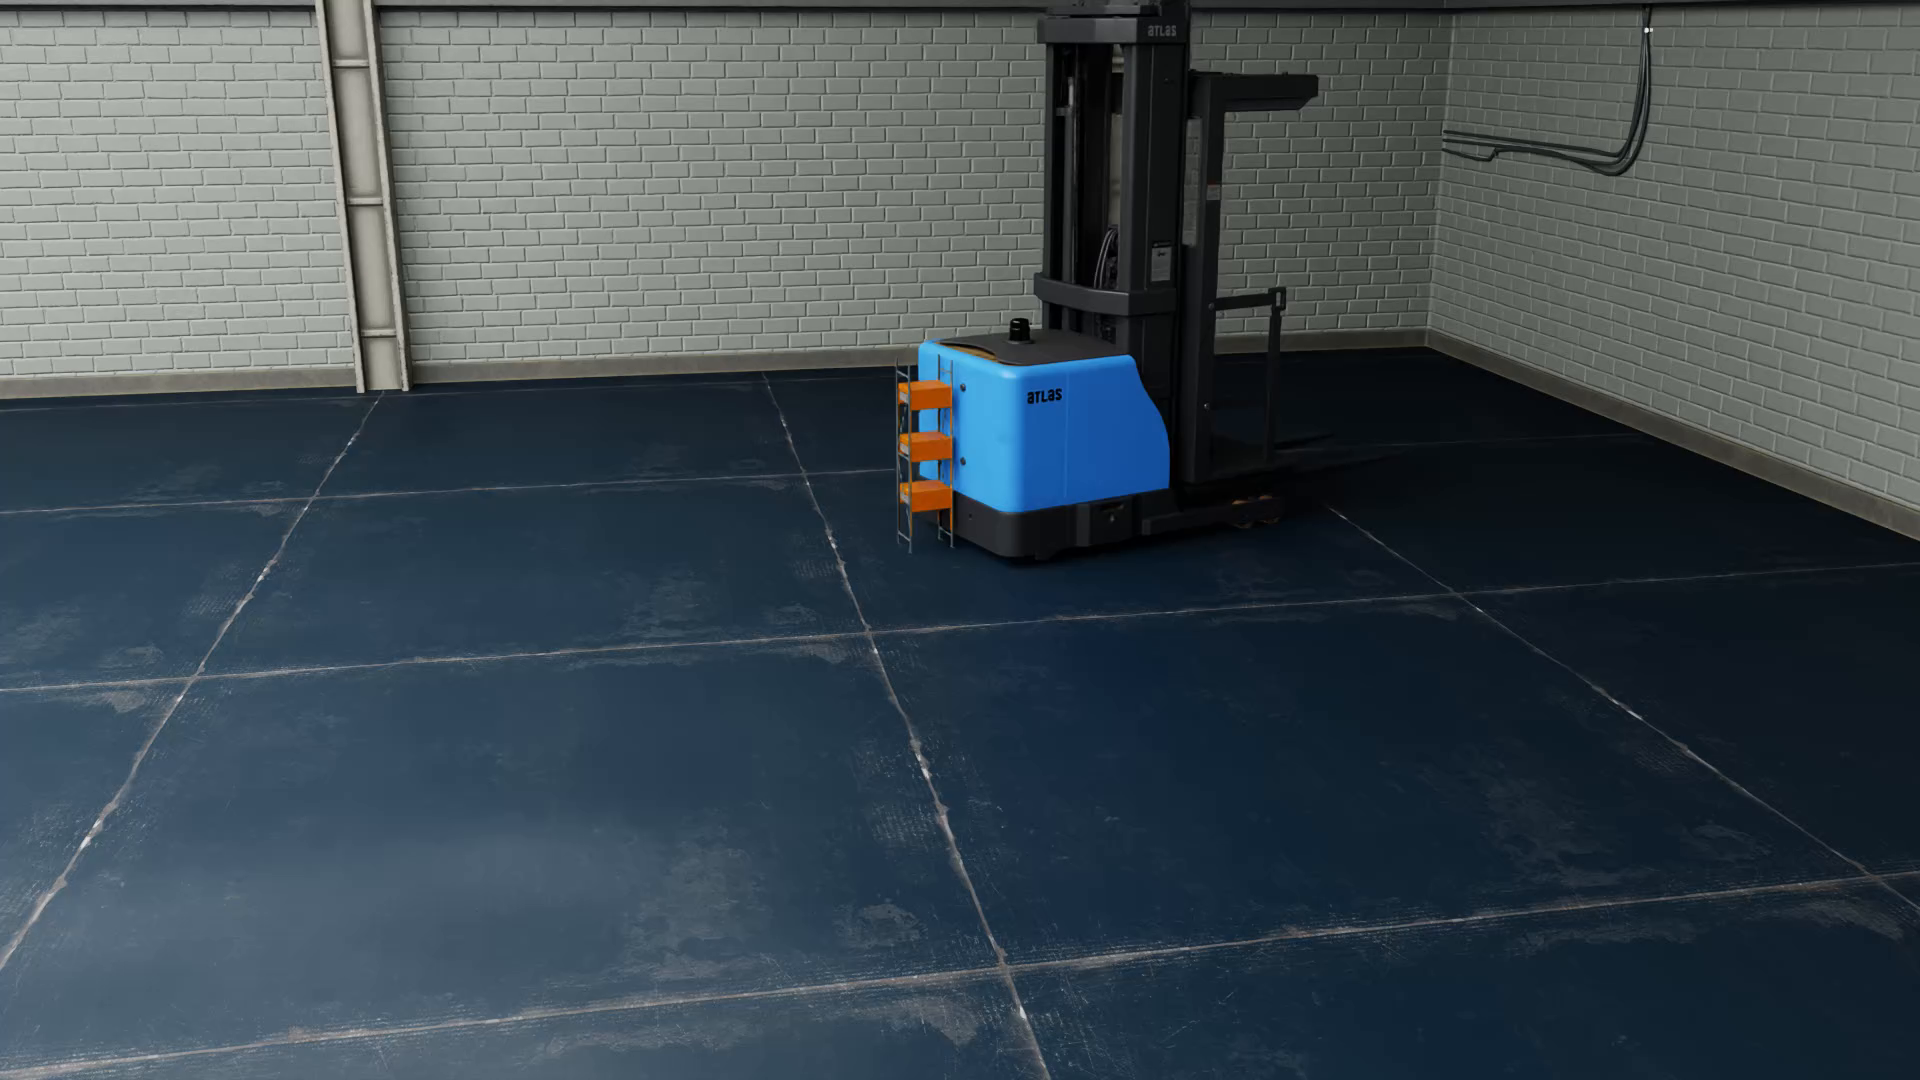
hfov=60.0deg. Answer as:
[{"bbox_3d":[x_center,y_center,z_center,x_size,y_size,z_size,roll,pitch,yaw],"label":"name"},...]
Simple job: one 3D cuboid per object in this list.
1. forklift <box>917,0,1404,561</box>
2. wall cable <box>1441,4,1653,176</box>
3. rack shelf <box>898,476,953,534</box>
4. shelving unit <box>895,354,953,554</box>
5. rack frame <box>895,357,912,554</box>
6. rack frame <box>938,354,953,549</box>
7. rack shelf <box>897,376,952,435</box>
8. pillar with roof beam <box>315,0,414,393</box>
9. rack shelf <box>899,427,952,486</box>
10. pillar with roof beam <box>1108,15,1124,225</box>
[{"bbox_3d":[1.285,-1.587,9.487,3.031,2.935,1.130,-10,20,-29],"label":"forklift"},{"bbox_3d":[4.455,-4.149,12.783,0.112,2.526,3.097,-3,17,-10],"label":"wall cable"},{"bbox_3d":[-0.192,-0.189,9.121,0.240,0.259,0.215,-7,18,-22],"label":"rack shelf"},{"bbox_3d":[-0.192,-0.465,9.037,0.252,1.050,0.215,-7,18,-22],"label":"shelving unit"},{"bbox_3d":[-0.304,-0.451,8.991,0.008,1.050,0.200,-7,18,-22],"label":"rack frame"},{"bbox_3d":[-0.079,-0.479,9.082,0.008,1.050,0.200,-7,18,-22],"label":"rack frame"},{"bbox_3d":[-0.192,-0.726,8.957,0.240,0.259,0.215,-7,18,-22],"label":"rack shelf"},{"bbox_3d":[-3.763,-4.276,7.906,0.400,9.000,9.100,-3,17,-10],"label":"pillar with roof beam"},{"bbox_3d":[-0.192,-0.455,9.040,0.240,0.259,0.215,-7,18,-22],"label":"rack shelf"},{"bbox_3d":[2.128,-4.610,8.994,0.400,9.000,9.100,-3,17,-10],"label":"pillar with roof beam"}]
